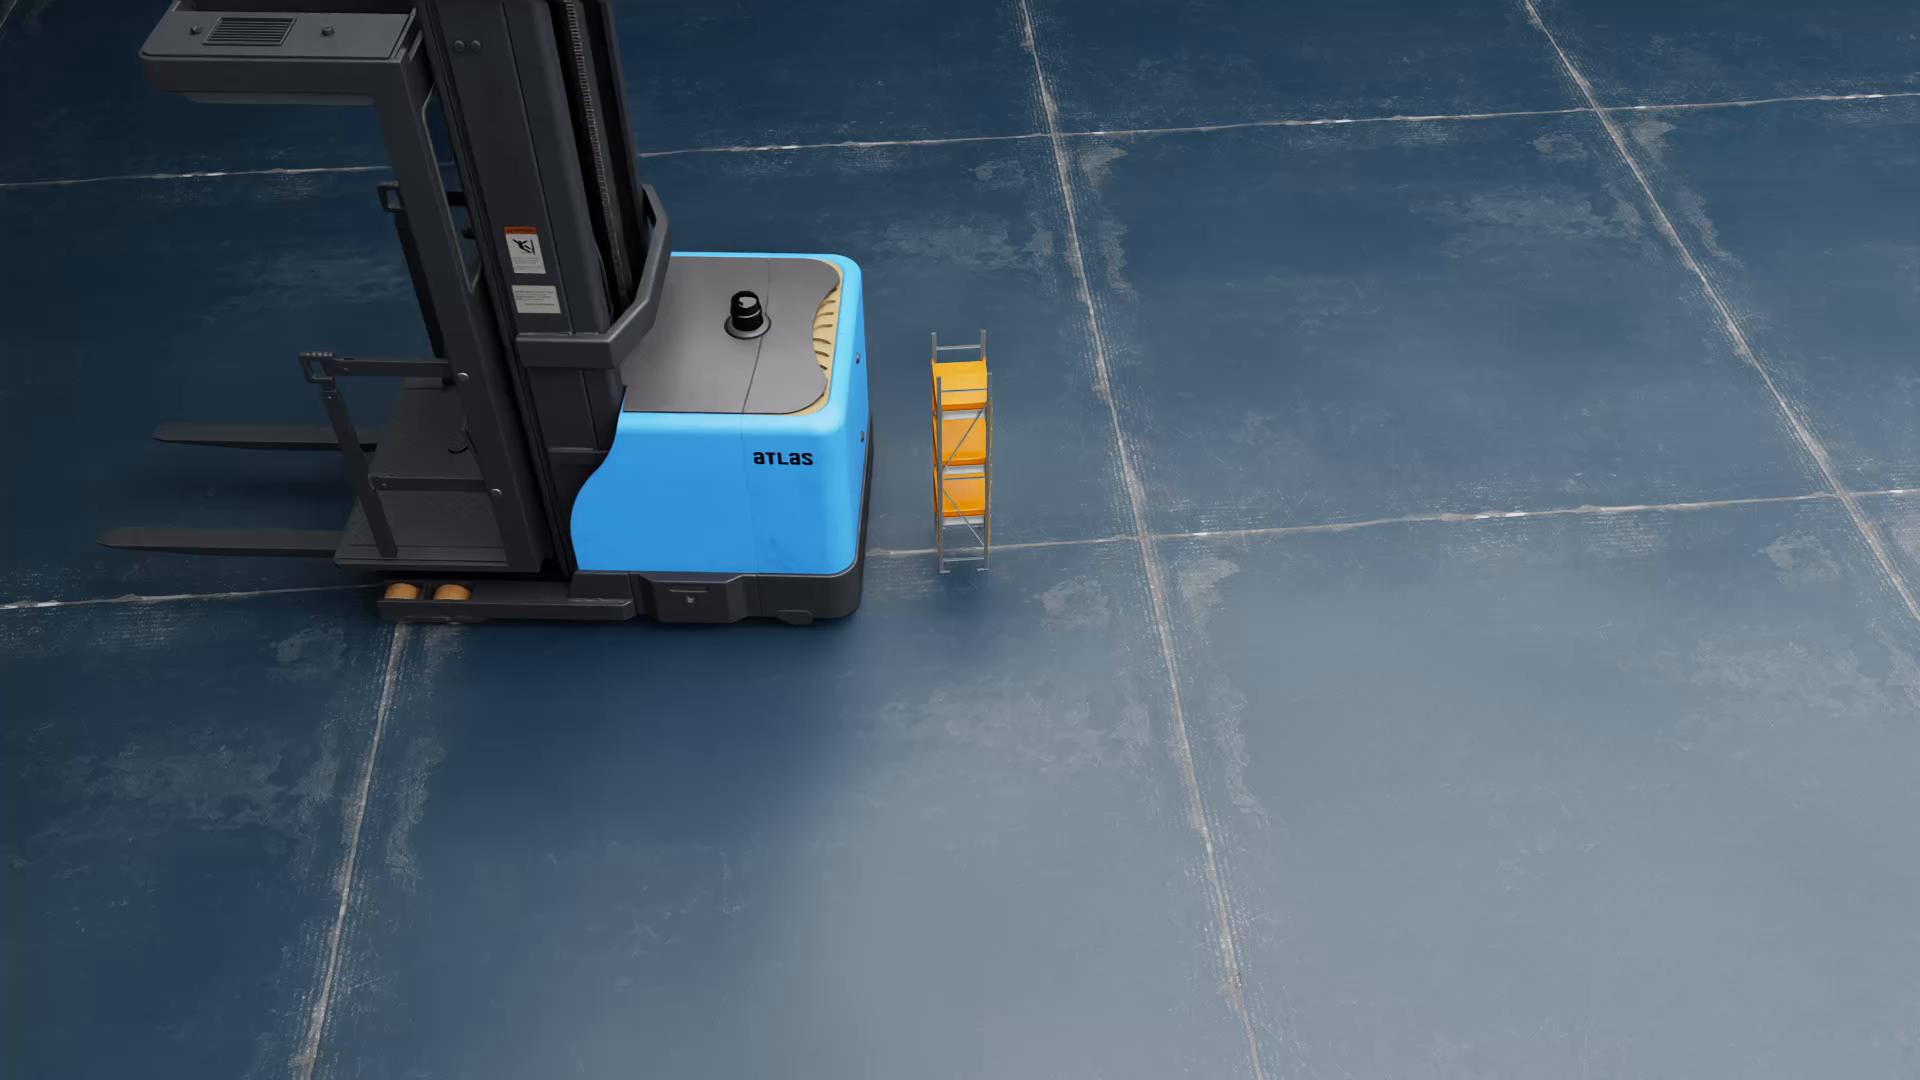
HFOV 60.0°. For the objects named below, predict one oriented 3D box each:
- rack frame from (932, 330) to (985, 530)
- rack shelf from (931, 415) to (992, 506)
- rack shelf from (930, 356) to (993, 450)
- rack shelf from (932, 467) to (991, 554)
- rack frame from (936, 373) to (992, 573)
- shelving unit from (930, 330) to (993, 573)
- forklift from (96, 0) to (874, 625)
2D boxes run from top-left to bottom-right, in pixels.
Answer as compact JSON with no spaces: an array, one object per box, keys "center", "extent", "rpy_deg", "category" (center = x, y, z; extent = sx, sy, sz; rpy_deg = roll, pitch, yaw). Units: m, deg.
[{"center":[-0.006,-0.411,6.552],"extent":[0.200,1.050,0.008],"rpy_deg":[-3,47,-3],"category":"rack frame"},{"center":[0.004,-0.315,6.476],"extent":[0.215,0.259,0.240],"rpy_deg":[-3,47,-3],"category":"rack shelf"},{"center":[0.004,-0.510,6.270],"extent":[0.215,0.259,0.240],"rpy_deg":[-3,47,-3],"category":"rack shelf"},{"center":[0.004,-0.124,6.678],"extent":[0.215,0.259,0.240],"rpy_deg":[-3,47,-3],"category":"rack shelf"},{"center":[0.015,-0.234,6.385],"extent":[0.200,1.050,0.008],"rpy_deg":[-3,47,-3],"category":"rack frame"},{"center":[0.004,-0.322,6.469],"extent":[0.215,1.050,0.252],"rpy_deg":[-3,47,-3],"category":"shelving unit"},{"center":[-1.896,-1.059,5.871],"extent":[3.031,2.935,1.130],"rpy_deg":[1,47,1],"category":"forklift"}]
